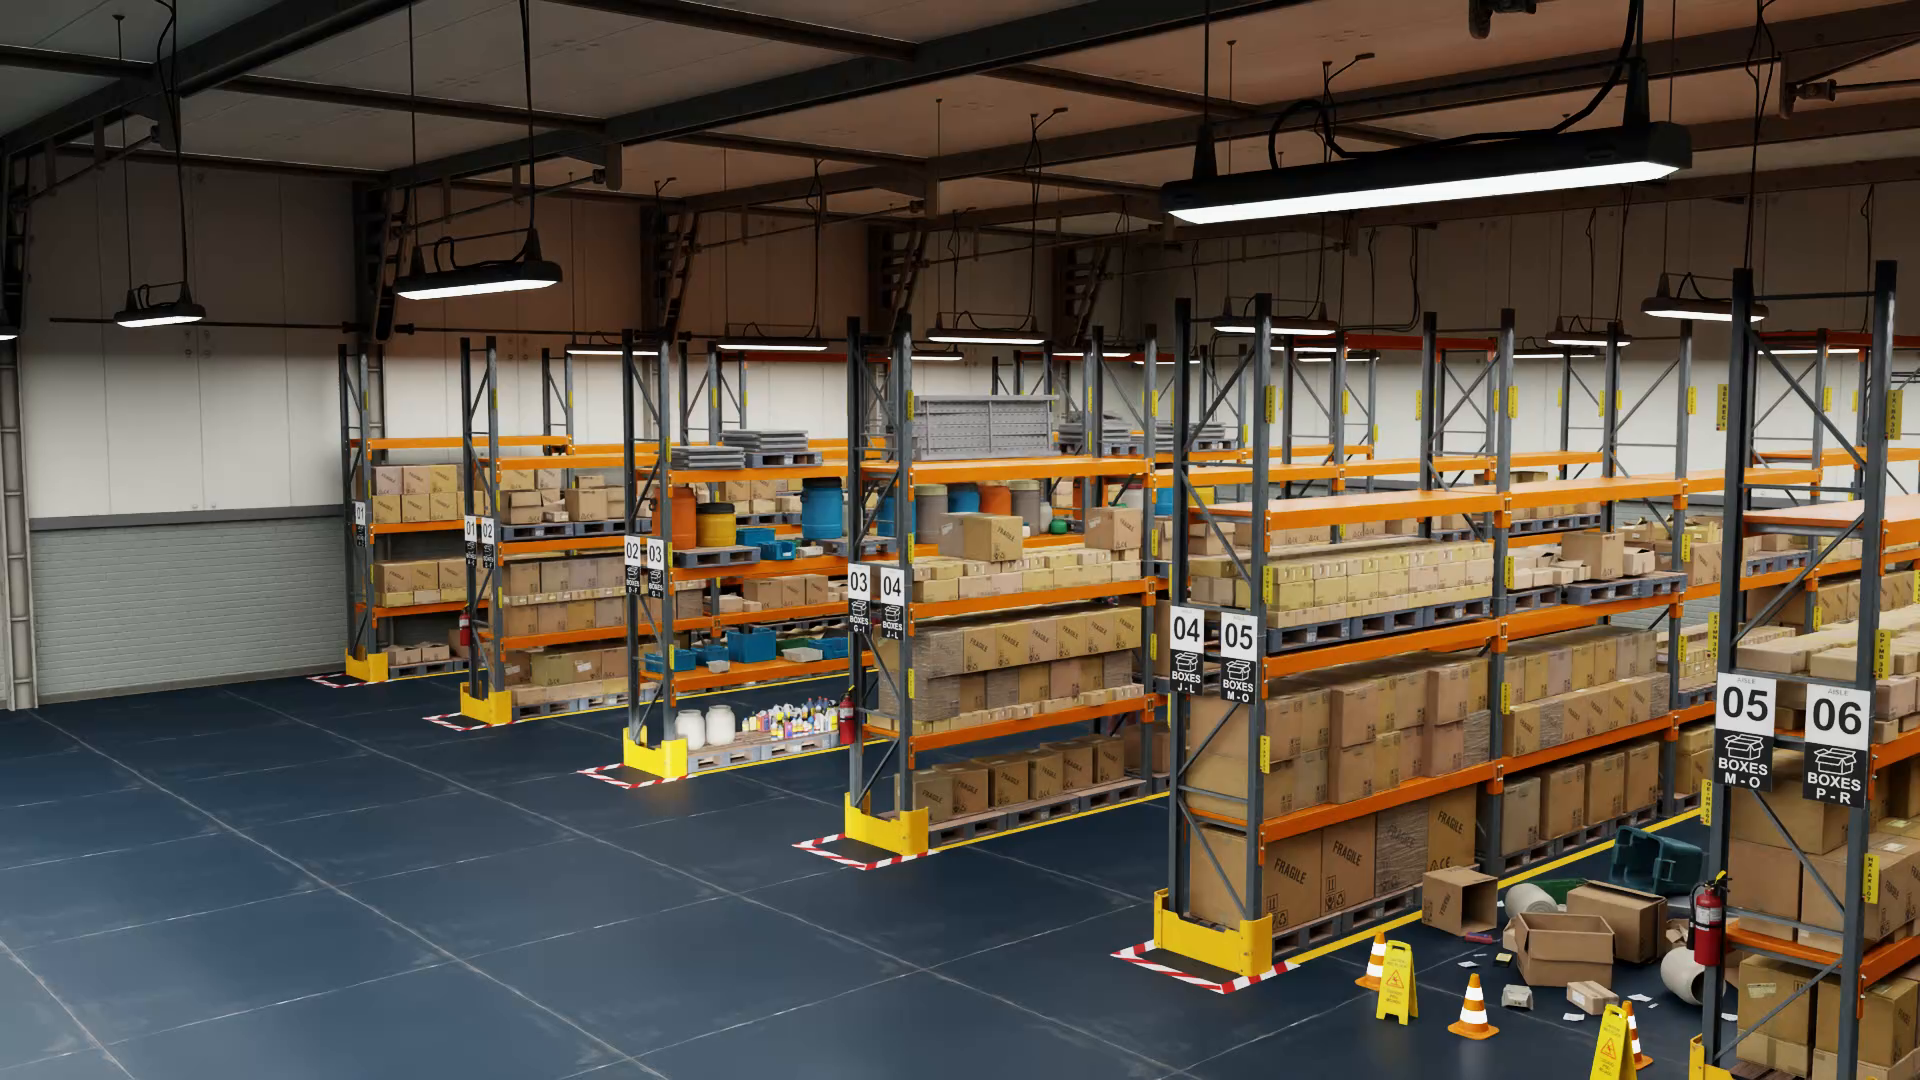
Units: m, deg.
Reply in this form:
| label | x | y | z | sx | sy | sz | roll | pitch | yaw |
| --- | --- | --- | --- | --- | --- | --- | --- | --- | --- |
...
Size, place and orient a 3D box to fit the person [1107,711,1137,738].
| label | x | y | z | sx | sy | sz | roll | pitch | yaw |
| --- | --- | --- | --- | --- | --- | --- | --- | --- | --- |
| person | 2.388 | 2.151 | 24.510 | 0.559 | 1.714 | 0.485 | -3 | 6 | -33 |
